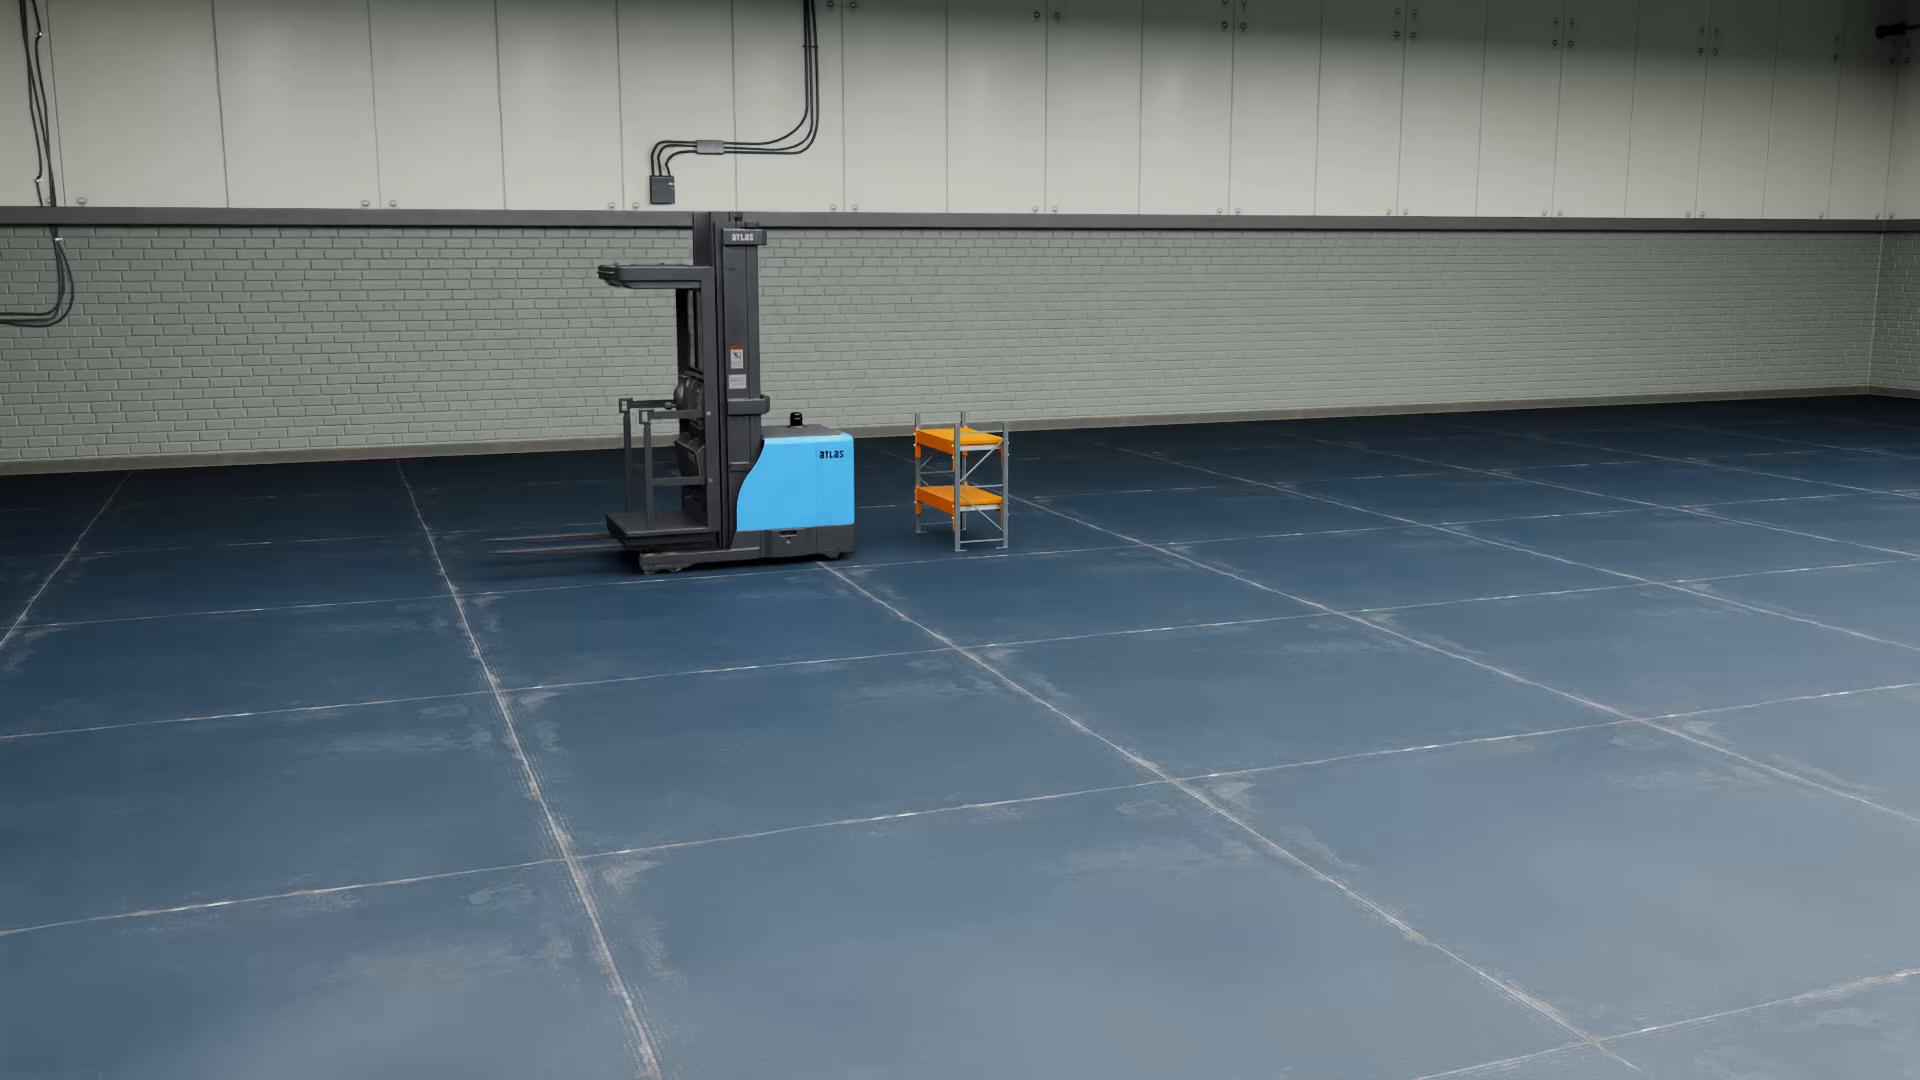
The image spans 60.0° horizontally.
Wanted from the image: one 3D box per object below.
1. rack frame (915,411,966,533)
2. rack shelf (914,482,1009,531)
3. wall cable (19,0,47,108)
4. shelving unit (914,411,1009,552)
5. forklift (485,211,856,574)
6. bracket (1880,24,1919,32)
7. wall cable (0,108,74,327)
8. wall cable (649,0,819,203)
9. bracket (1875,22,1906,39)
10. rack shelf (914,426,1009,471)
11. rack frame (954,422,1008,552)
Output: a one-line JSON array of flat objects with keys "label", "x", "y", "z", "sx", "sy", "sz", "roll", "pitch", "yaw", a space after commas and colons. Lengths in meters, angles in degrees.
[{"label": "rack frame", "x": -0.182, "y": -0.636, "z": 15.612, "sx": 0.500, "sy": 1.125, "sz": 0.032, "roll": -4, "pitch": 11, "yaw": -21}, {"label": "rack shelf", "x": 0.002, "y": -0.312, "z": 15.188, "sx": 0.538, "sy": 0.278, "sz": 1.000, "roll": -4, "pitch": 11, "yaw": -21}, {"label": "wall cable", "x": -9.282, "y": -6.275, "z": 19.279, "sx": 3.097, "sy": 2.526, "sz": 0.112, "roll": -4, "pitch": 11, "yaw": -21}, {"label": "shelving unit", "x": 0.002, "y": -0.553, "z": 15.145, "sx": 0.538, "sy": 1.125, "sz": 1.048, "roll": -4, "pitch": 11, "yaw": -21}, {"label": "forklift", "x": -2.467, "y": -1.267, "z": 14.004, "sx": 3.031, "sy": 2.935, "sz": 1.130, "roll": -4, "pitch": 11, "yaw": -20}, {"label": "bracket", "x": 16.265, "y": -8.688, "z": 28.119, "sx": 0.076, "sy": 0.066, "sz": 3.189, "roll": -4, "pitch": 11, "yaw": -21}, {"label": "wall cable", "x": -11.803, "y": -3.617, "z": 18.756, "sx": 3.097, "sy": 2.526, "sz": 0.112, "roll": -4, "pitch": 11, "yaw": -21}, {"label": "wall cable", "x": -2.949, "y": -7.420, "z": 21.558, "sx": 2.305, "sy": 6.003, "sz": 0.169, "roll": -4, "pitch": 11, "yaw": -21}, {"label": "bracket", "x": 16.051, "y": -8.784, "z": 28.661, "sx": 0.235, "sy": 0.232, "sz": 0.430, "roll": -4, "pitch": 11, "yaw": -21}, {"label": "rack shelf", "x": 0.002, "y": -0.841, "z": 15.094, "sx": 0.538, "sy": 0.278, "sz": 1.000, "roll": -4, "pitch": 11, "yaw": -21}, {"label": "rack frame", "x": 0.187, "y": -0.470, "z": 14.679, "sx": 0.500, "sy": 1.125, "sz": 0.032, "roll": -4, "pitch": 11, "yaw": -21}]
